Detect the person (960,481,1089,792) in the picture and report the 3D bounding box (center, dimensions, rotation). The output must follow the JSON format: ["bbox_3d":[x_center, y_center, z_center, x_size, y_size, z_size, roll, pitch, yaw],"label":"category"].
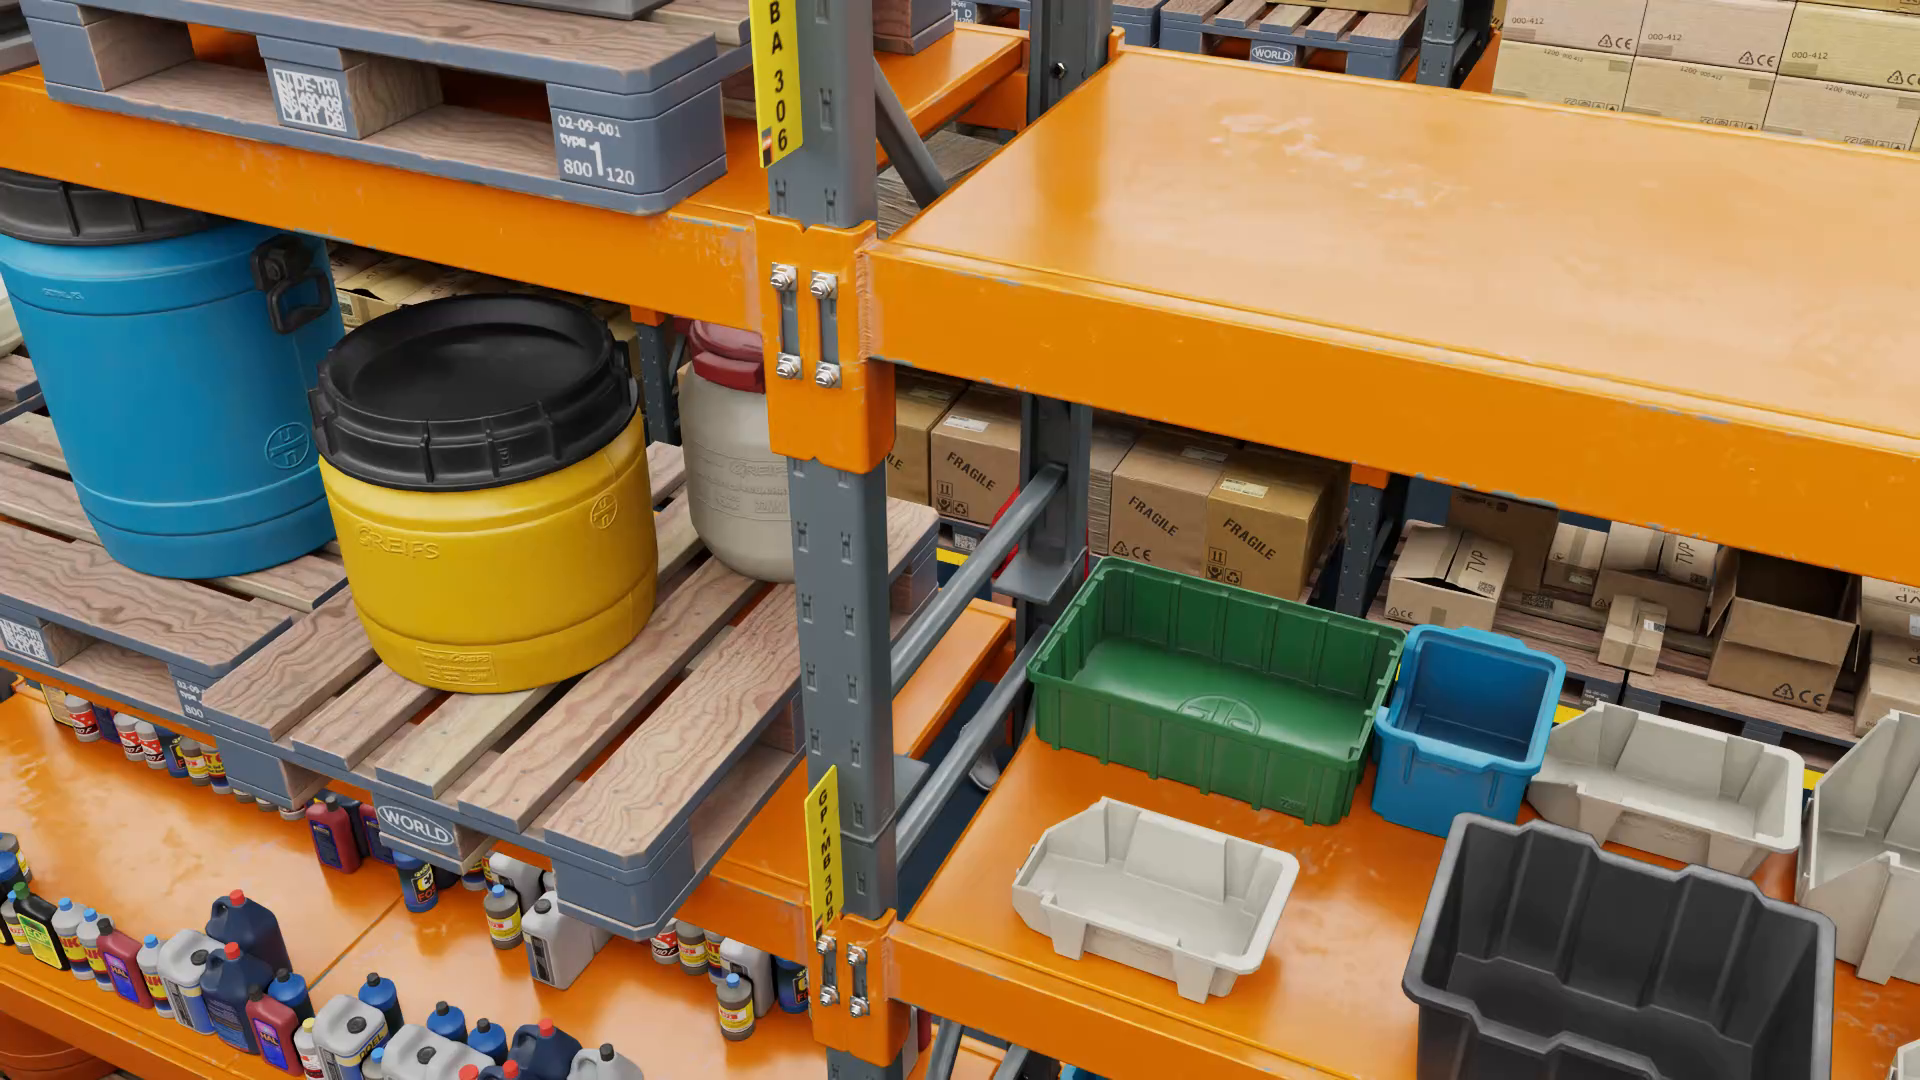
[{"bbox_3d":[0.313,0.318,6.988,0.577,1.720,0.551,22,39,29],"label":"person"}]
